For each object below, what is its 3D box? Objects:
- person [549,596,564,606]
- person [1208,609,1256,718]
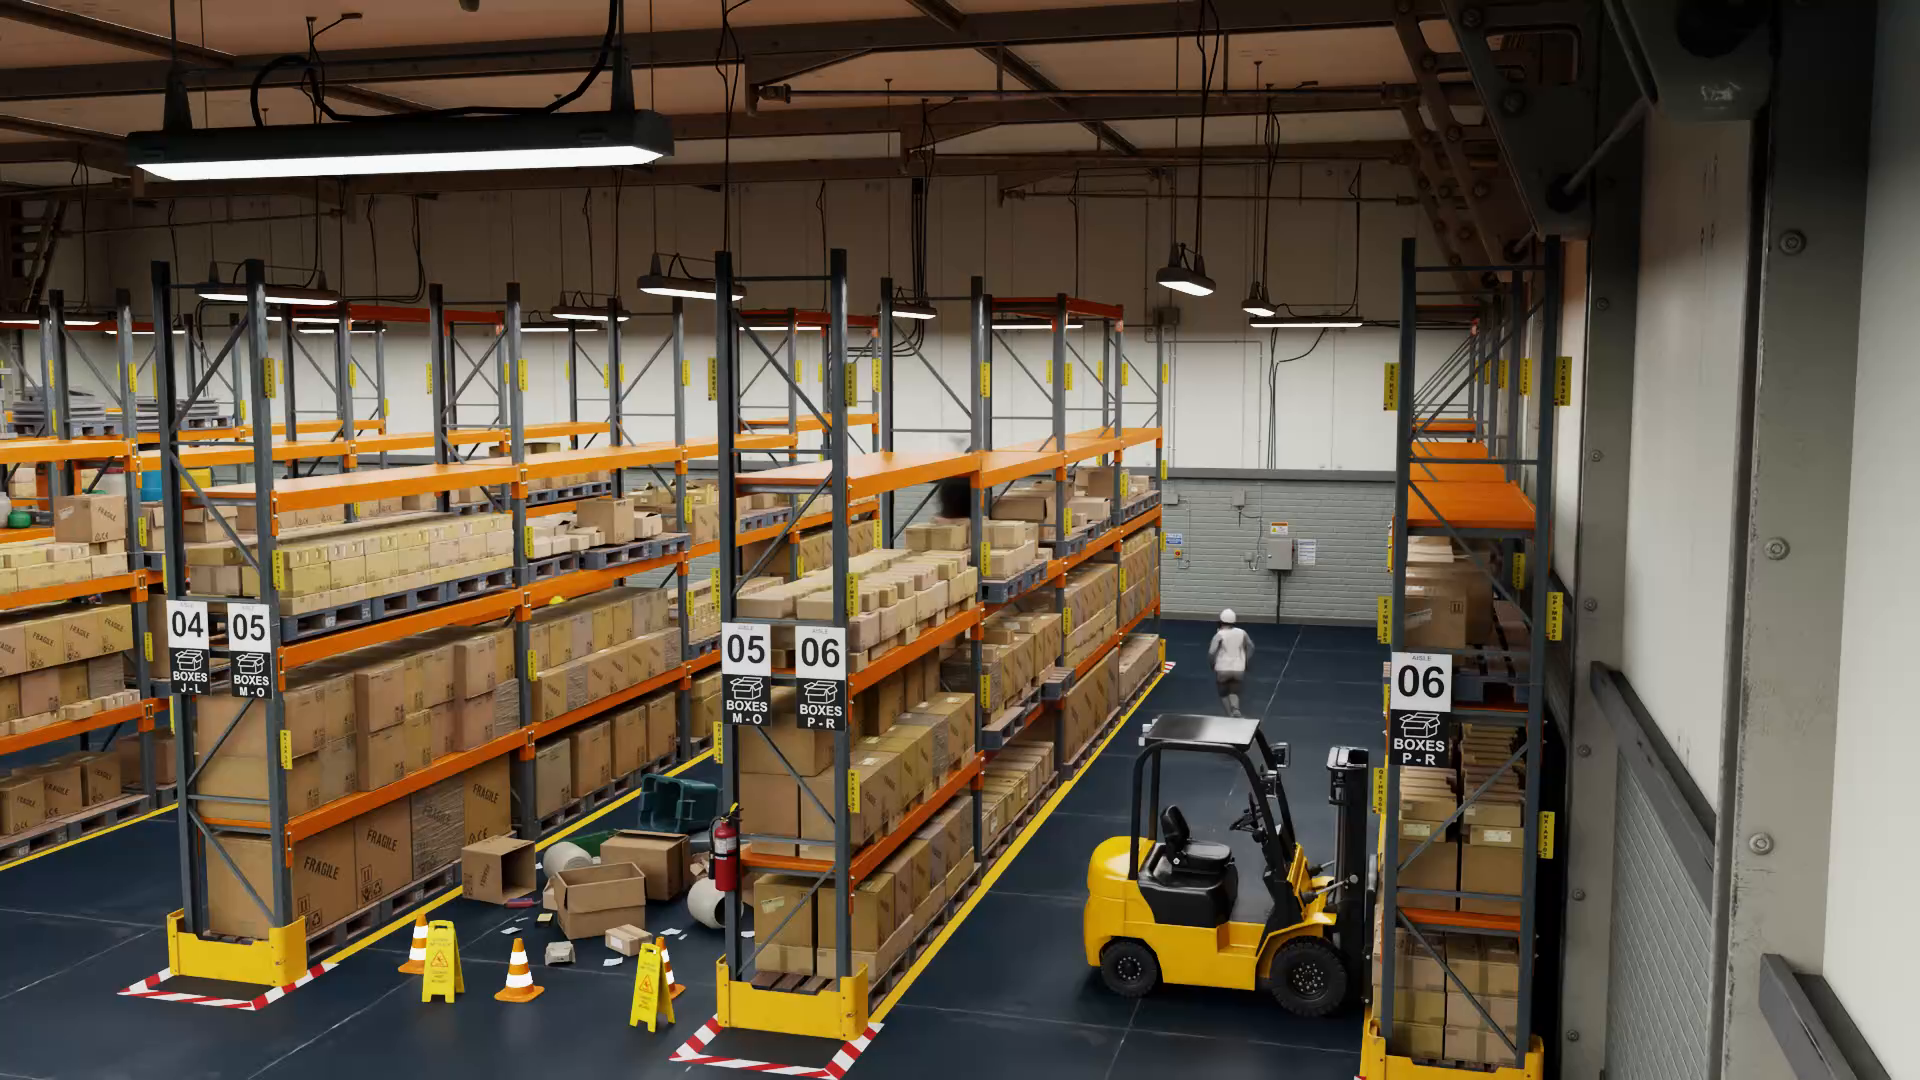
[{"bbox_3d":[-6.074,1.632,25.886,0.717,1.616,0.927,0,6,0],"label":"person"},{"bbox_3d":[3.832,1.840,23.422,0.698,1.726,0.599,-1,6,-8],"label":"person"}]
